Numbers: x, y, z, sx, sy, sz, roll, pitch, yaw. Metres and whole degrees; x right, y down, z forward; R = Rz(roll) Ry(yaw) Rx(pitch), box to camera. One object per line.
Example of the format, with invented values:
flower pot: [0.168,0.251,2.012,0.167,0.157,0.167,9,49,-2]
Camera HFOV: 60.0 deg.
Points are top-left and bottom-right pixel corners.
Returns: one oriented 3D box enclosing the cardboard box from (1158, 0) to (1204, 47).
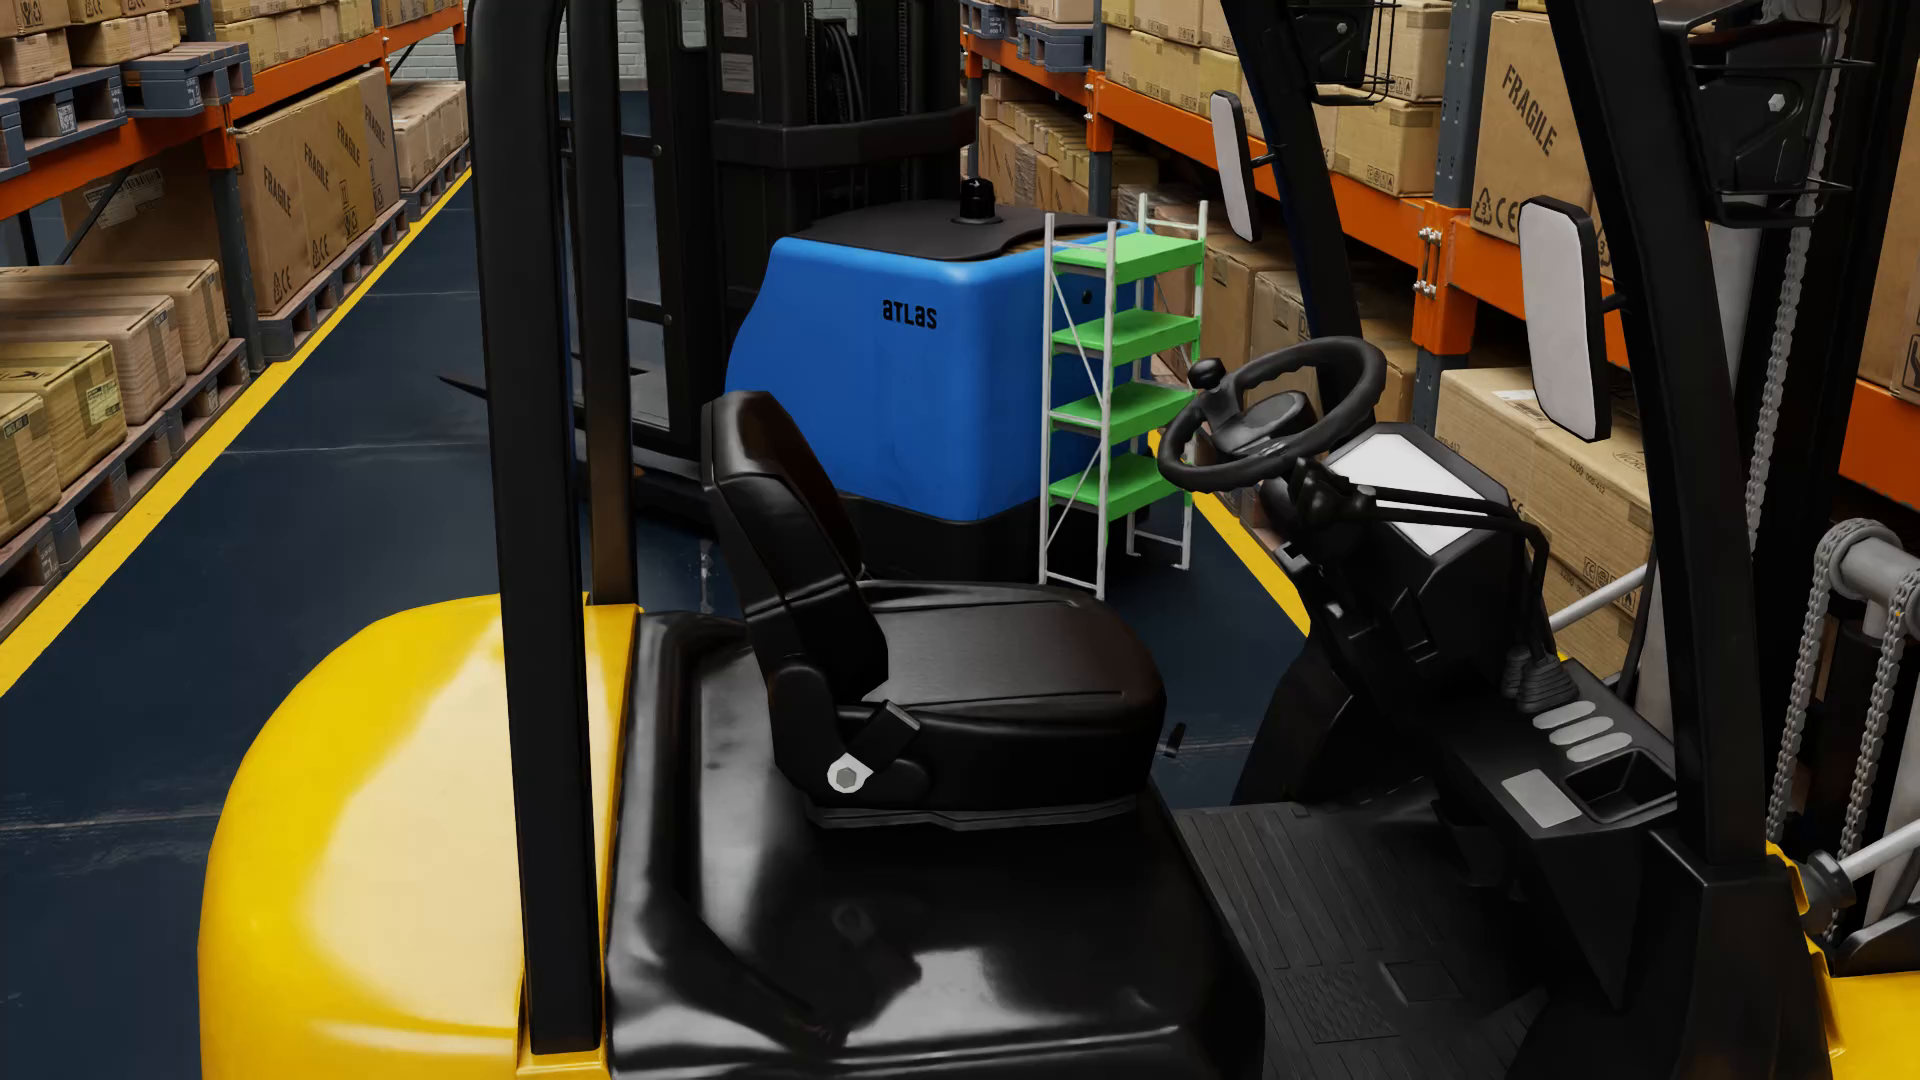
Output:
cardboard box: [1.085,-2.064,6.454,0.500,0.250,0.500,-3,21,-9]

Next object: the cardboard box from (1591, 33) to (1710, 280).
cardboard box: [1.607,-0.737,3.259,0.500,0.500,0.500,-3,21,-7]

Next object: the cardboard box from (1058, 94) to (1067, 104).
cardboard box: [0.895,-3.023,11.568,0.380,0.149,0.250,-4,21,-10]

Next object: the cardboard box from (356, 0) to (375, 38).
cardboard box: [-4.040,-3.342,10.590,0.500,0.250,0.500,-3,21,-9]

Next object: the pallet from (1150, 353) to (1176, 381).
pallet: [1.214,-0.828,7.631,1.003,0.211,1.213,-3,21,-8]

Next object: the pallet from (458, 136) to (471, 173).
pallet: [-4.738,-3.360,14.411,1.003,0.211,1.213,-3,21,-8]

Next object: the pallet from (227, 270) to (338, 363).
pallet: [-3.817,-1.140,8.467,1.003,0.211,1.213,-3,21,-8]

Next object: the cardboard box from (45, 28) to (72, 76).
cardboard box: [-3.196,-1.615,5.511,0.380,0.149,0.250,-4,21,-9]

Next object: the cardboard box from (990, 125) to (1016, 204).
cardboard box: [0.491,-2.469,11.012,0.500,0.500,0.500,-3,21,-8]

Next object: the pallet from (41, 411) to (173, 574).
pallet: [-3.494,-0.171,5.873,1.003,0.211,1.213,-3,21,-8]

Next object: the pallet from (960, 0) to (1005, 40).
pallet: [0.564,-3.434,10.898,1.003,0.211,1.213,-3,21,-8]

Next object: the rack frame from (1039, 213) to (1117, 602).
rack frame: [0.345,-0.359,4.963,0.240,1.200,0.015,16,26,37]

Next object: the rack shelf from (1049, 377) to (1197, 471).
rack shelf: [0.500,-0.365,5.161,0.258,0.148,0.480,16,26,37]

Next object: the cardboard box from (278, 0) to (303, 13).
cardboard box: [-3.739,-2.874,8.623,0.500,0.250,0.500,-3,21,-8]

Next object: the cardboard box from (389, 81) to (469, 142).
cardboard box: [-4.737,-3.712,14.430,0.875,0.438,0.875,-4,21,-10]

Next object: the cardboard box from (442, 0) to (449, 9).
cardboard box: [-4.542,-4.658,13.758,0.500,0.500,0.500,-3,21,-9]

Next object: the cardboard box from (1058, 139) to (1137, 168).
cardboard box: [0.748,-2.095,9.085,0.380,0.149,0.250,-4,21,-10]

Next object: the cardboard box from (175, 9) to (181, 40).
cardboard box: [-3.498,-2.147,6.936,0.380,0.149,0.250,-2,21,-6]

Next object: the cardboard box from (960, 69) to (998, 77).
cardboard box: [-0.025,-4.002,15.111,0.797,0.503,0.637,-4,21,-10]

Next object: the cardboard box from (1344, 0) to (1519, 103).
cardboard box: [1.387,-1.357,4.563,0.500,0.250,0.500,-3,21,-9]

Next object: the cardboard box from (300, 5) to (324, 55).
cardboard box: [-3.835,-2.811,9.170,0.500,0.250,0.500,-3,21,-8]

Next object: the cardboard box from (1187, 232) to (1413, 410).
cardboard box: [1.409,-0.830,6.445,0.875,0.625,0.625,-4,21,-10]

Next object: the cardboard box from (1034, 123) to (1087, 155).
cardboard box: [0.648,-2.370,9.819,0.380,0.149,0.250,-4,21,-10]

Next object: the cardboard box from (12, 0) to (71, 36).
cardboard box: [-3.200,-1.867,5.259,0.500,0.500,0.500,-4,21,-10]

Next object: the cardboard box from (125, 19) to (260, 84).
cardboard box: [-3.599,-2.281,7.752,0.500,0.250,0.500,-3,21,-9]

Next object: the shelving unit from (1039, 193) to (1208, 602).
shelving unit: [0.500,-0.425,5.139,0.258,1.200,0.503,16,26,37]

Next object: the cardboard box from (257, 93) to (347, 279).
cardboard box: [-3.919,-1.923,9.015,0.875,0.875,0.875,-3,21,-7]

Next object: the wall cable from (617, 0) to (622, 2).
wall cable: [-4.365,-7.442,19.902,0.588,1.984,0.122,-3,21,-8]

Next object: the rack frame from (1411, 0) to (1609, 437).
rack frame: [1.710,-1.036,4.204,1.000,3.000,0.127,-3,21,-8]

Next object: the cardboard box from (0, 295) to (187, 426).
cardboard box: [-3.592,-0.684,6.416,0.950,0.372,0.625,-3,21,-9]

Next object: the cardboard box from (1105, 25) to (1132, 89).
cardboard box: [0.956,-2.185,7.494,0.500,0.250,0.500,-3,21,-8]

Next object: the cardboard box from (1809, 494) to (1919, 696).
cardboard box: [1.616,0.119,3.010,0.500,0.250,0.500,-2,21,-6]

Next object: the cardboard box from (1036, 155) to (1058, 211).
cardboard box: [0.720,-1.937,9.589,0.500,0.500,0.500,-2,21,-5]

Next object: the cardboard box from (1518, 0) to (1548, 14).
cardboard box: [1.496,-1.263,3.742,0.380,0.149,0.250,-3,21,-9]

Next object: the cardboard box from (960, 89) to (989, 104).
cardboard box: [0.209,-3.343,13.352,0.700,0.500,0.500,-4,21,-10]

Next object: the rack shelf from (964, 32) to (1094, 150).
rack shelf: [0.845,-2.777,9.892,1.077,0.370,4.000,-3,21,-8]

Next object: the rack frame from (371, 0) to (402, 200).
rack frame: [-4.354,-3.554,10.946,1.000,3.000,0.127,-3,21,-8]

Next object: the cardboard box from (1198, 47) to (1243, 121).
cardboard box: [1.178,-1.653,6.069,0.500,0.250,0.500,-2,21,-6]

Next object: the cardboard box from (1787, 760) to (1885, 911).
cardboard box: [1.682,0.528,2.631,0.500,0.250,0.500,-3,21,-8]

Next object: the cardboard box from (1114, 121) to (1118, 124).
cardboard box: [1.131,-2.488,10.135,0.380,0.149,0.250,-4,21,-10]

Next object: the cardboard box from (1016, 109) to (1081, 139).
cardboard box: [0.562,-2.635,10.530,0.380,0.149,0.250,-3,21,-8]

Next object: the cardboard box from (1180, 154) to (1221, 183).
cardboard box: [1.367,-1.947,8.688,0.380,0.149,0.250,-2,21,-5]

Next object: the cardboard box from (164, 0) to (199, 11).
cardboard box: [-3.437,-2.409,6.711,0.500,0.500,0.500,-4,21,-9]

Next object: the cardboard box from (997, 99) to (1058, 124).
cardboard box: [0.462,-2.906,11.255,0.380,0.149,0.250,-3,21,-9]

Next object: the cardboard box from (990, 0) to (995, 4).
cardboard box: [0.378,-3.440,10.230,0.396,0.266,0.258,-2,21,-5]

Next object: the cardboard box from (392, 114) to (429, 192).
cardboard box: [-4.339,-2.774,11.917,0.875,0.438,0.875,-3,21,-9]

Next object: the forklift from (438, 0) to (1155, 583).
forklift: [-0.800,-1.597,5.802,3.031,2.935,1.130,16,26,37]

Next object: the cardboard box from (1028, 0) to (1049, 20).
cardboard box: [0.661,-2.897,8.799,0.500,0.250,0.500,-4,21,-10]

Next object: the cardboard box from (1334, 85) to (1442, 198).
cardboard box: [1.379,-1.127,4.662,0.500,0.250,0.500,-2,21,-7]

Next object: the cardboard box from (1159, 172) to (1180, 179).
cardboard box: [1.299,-1.778,9.162,0.500,0.500,0.500,-3,21,-8]

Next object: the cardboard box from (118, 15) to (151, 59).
cardboard box: [-3.278,-1.885,6.236,0.380,0.149,0.250,-4,21,-10]

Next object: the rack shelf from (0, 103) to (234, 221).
rack shelf: [-3.489,-1.140,5.510,1.077,0.370,4.000,-3,21,-8]

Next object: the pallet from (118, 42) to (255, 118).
pallet: [-3.569,-1.838,6.625,1.213,0.211,1.003,-3,21,-8]

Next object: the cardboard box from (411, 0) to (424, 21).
cardboard box: [-4.297,-4.124,12.328,0.500,0.500,0.500,-3,21,-7]

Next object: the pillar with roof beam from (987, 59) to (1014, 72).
pillar with roof beam: [-3.776,-8.763,16.318,9.100,9.000,0.400,-3,21,-8]
